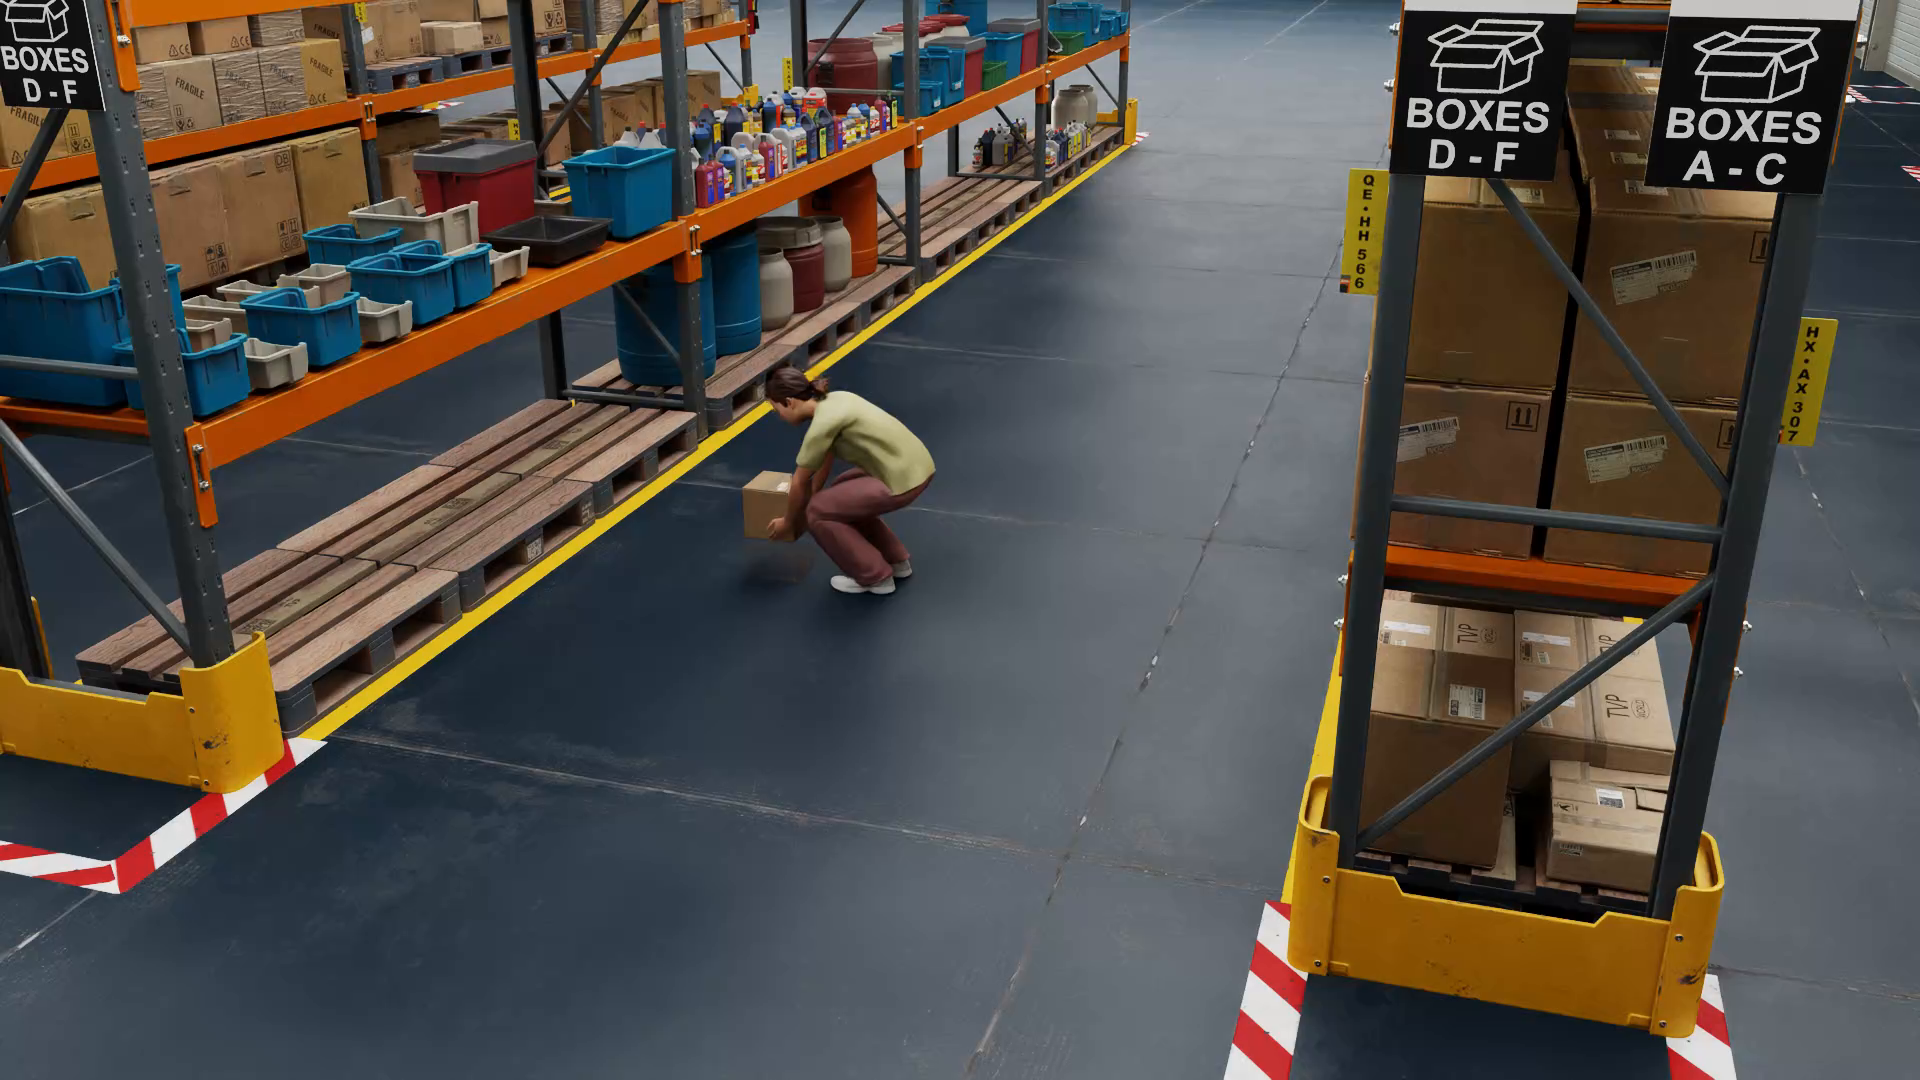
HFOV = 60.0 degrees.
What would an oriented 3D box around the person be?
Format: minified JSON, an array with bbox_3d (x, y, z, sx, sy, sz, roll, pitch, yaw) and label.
[{"bbox_3d":[-0.507,-0.277,7.643,0.764,1.028,0.495,6,23,16],"label":"person"}]
